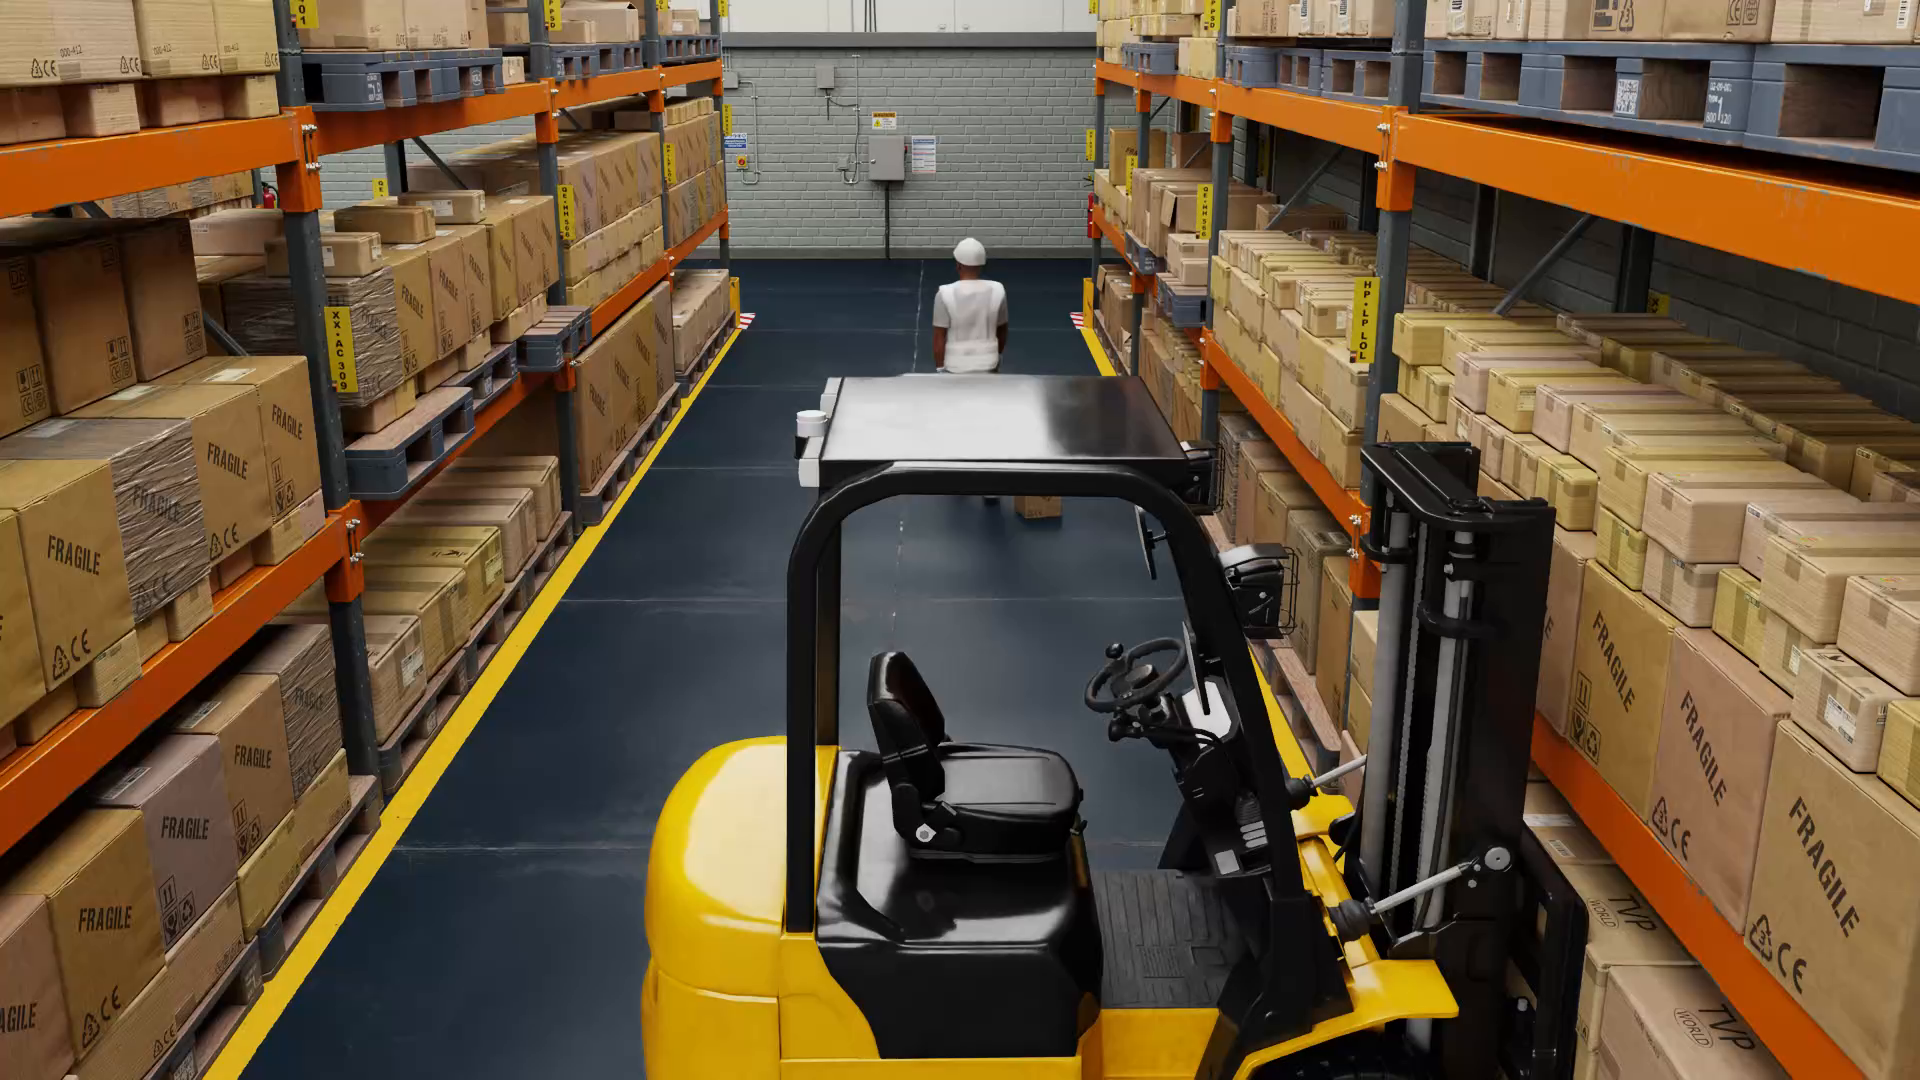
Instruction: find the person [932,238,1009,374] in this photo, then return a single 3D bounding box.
[{"bbox_3d":[0.057,-1.231,11.553,0.551,1.741,1.024,-3,17,-9],"label":"person"}]
